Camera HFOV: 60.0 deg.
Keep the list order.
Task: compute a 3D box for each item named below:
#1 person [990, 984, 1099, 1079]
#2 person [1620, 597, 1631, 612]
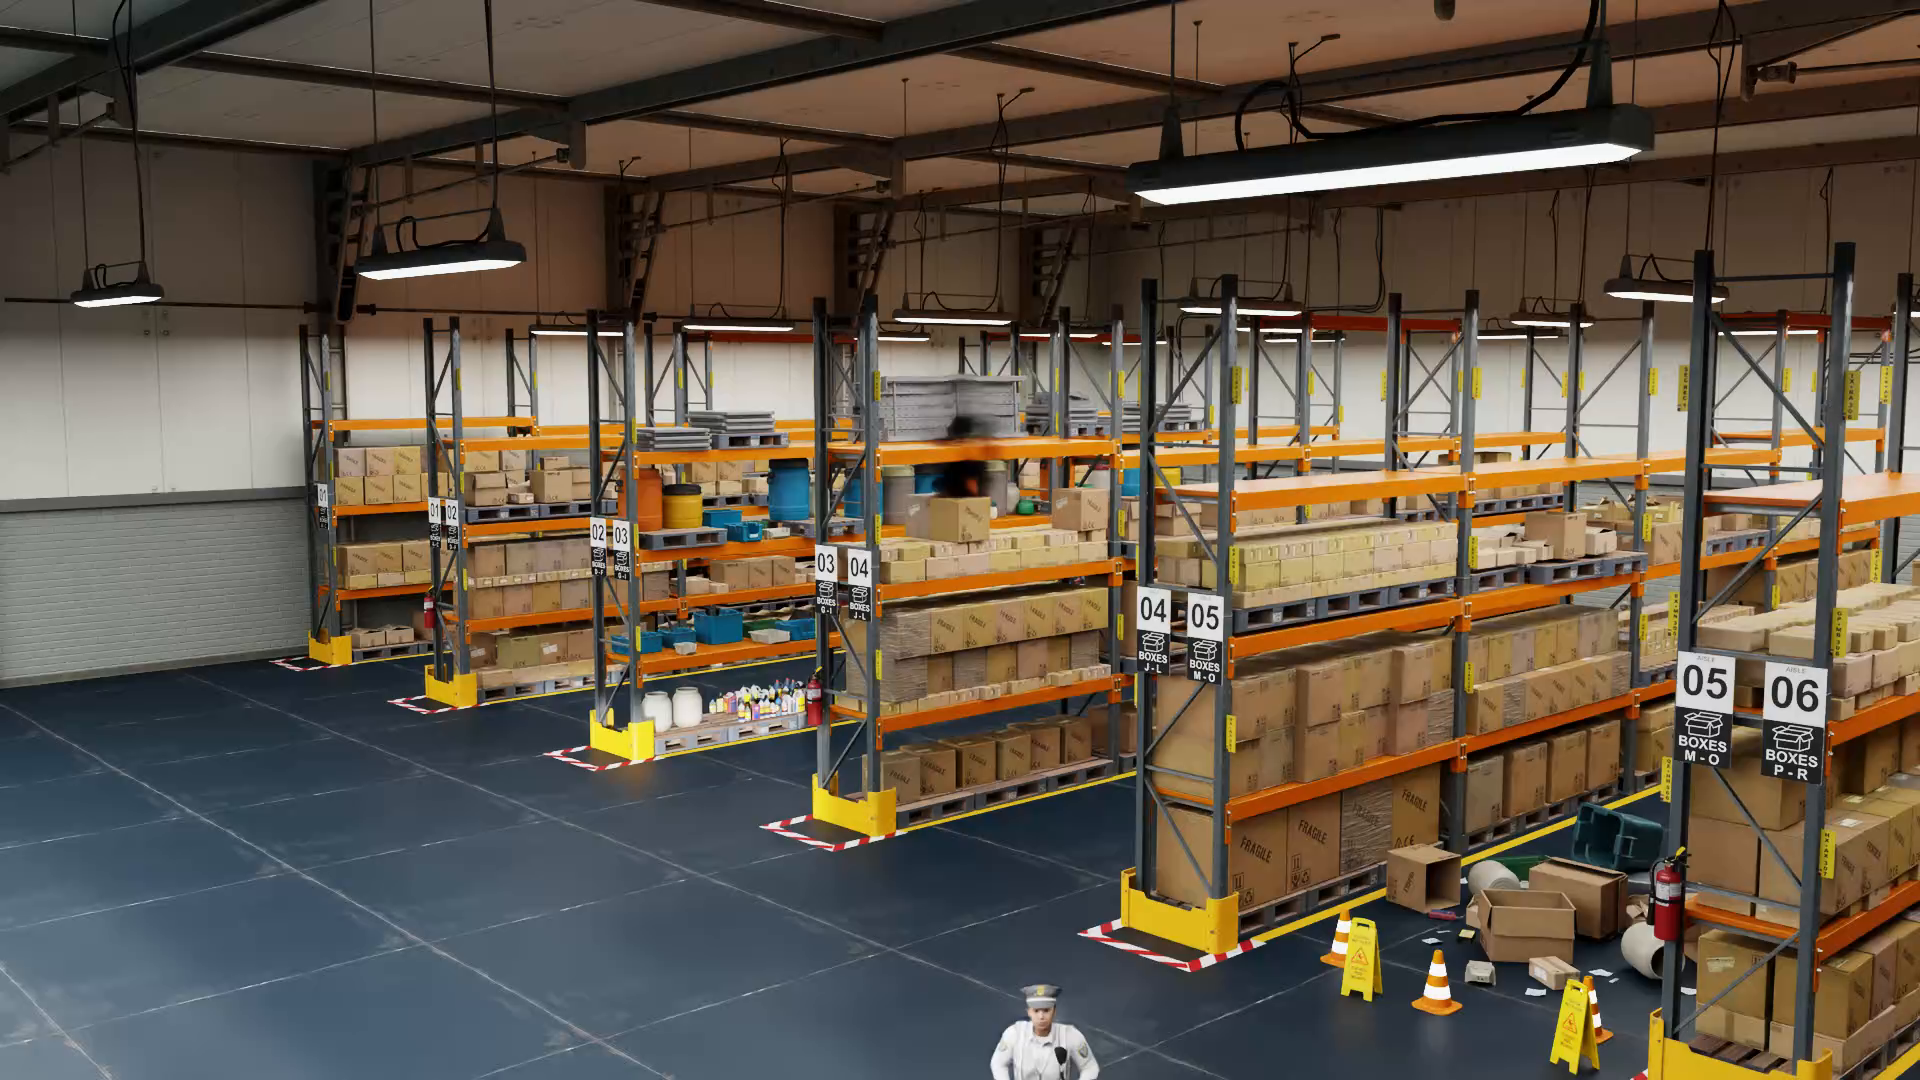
[{"bbox_3d":[0.495,3.368,9.792,0.642,1.668,0.667,1,6,7],"label":"person"},{"bbox_3d":[10.084,1.773,25.150,0.753,1.855,0.686,-4,7,-36],"label":"person"}]
